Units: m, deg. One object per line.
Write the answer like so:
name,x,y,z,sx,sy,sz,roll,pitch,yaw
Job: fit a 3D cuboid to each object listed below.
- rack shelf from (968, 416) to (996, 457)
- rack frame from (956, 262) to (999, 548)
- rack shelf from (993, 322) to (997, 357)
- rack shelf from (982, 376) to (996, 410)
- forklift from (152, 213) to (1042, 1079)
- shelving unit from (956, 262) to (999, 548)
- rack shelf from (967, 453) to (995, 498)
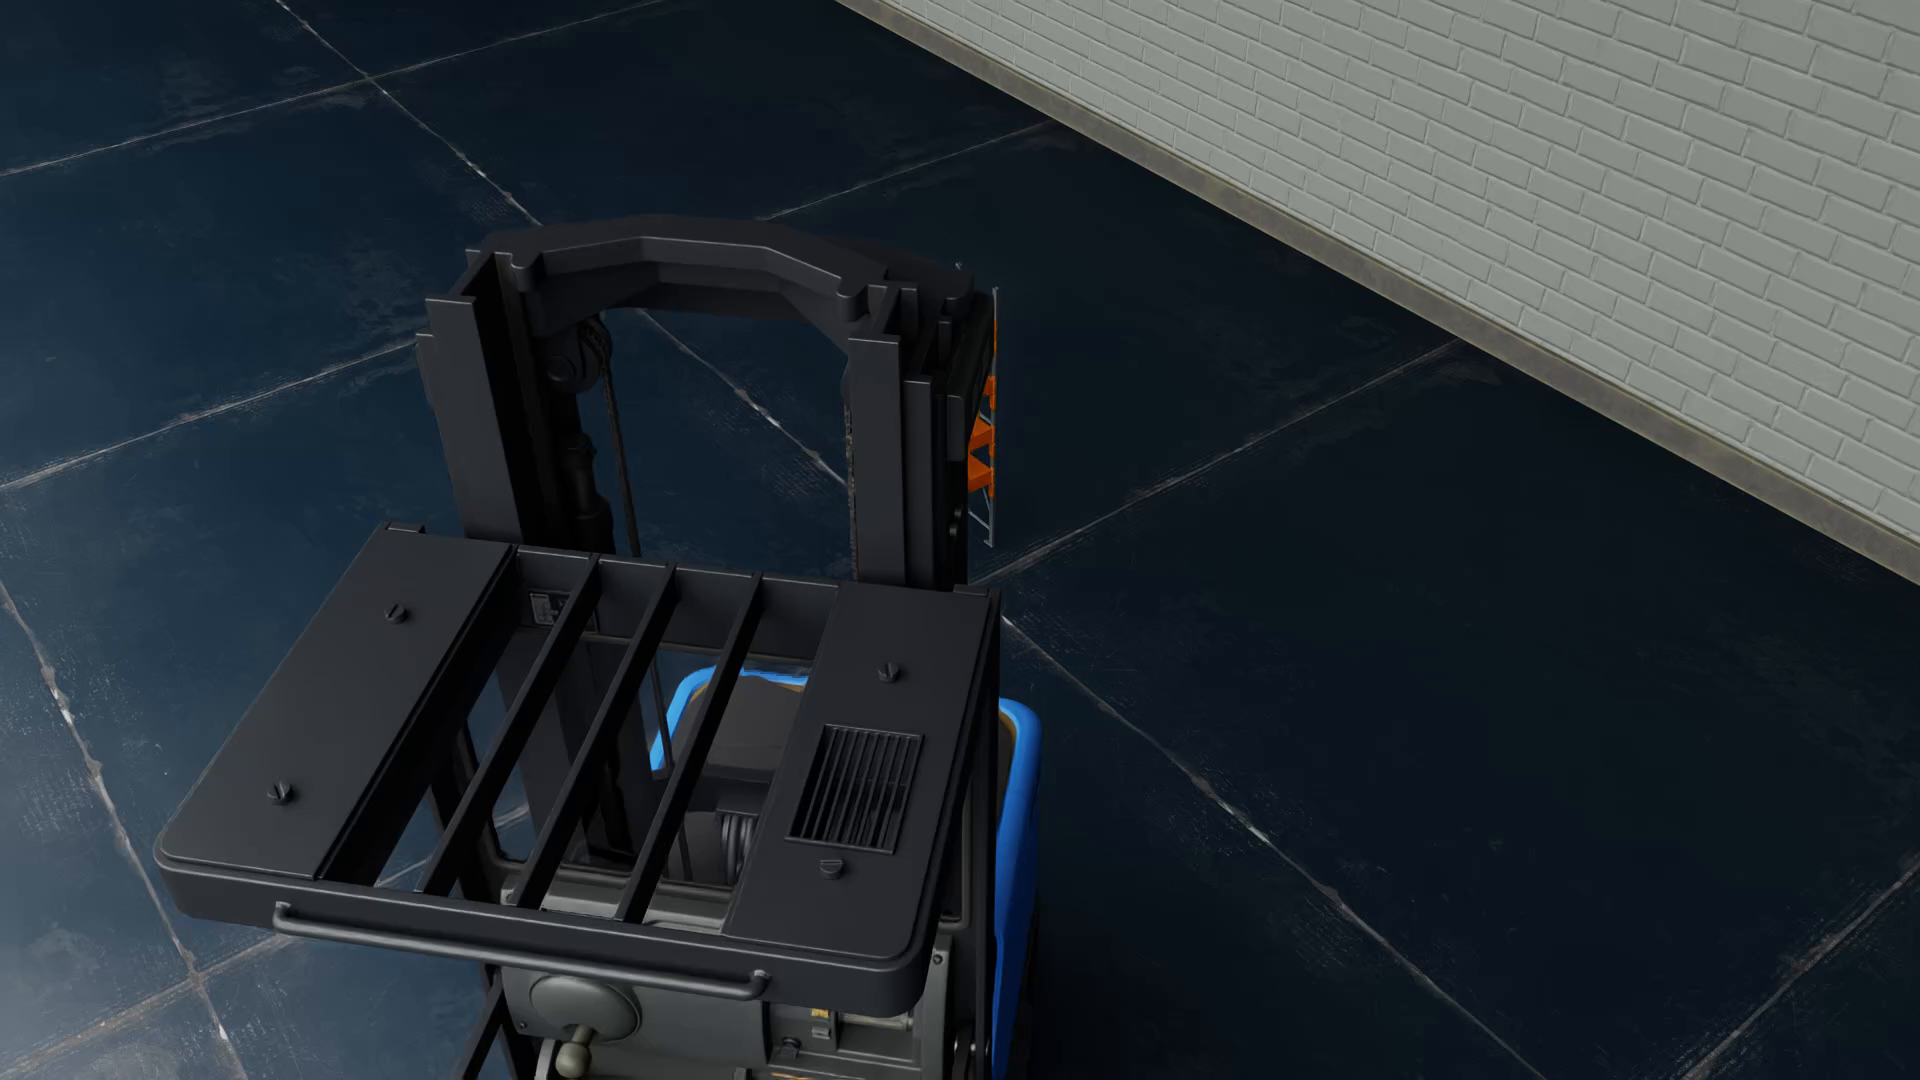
rack shelf,-0.131,-0.348,6.334,0.480,0.148,0.258,-26,46,-28
rack frame,0.062,-0.494,6.406,0.015,1.200,0.240,-26,46,-28
rack shelf,-0.131,-0.704,6.042,0.480,0.148,0.258,-26,46,-28
rack shelf,-0.131,-0.521,6.192,0.480,0.148,0.258,-26,46,-28
forklift,-0.517,1.007,3.211,1.130,2.935,3.031,6,40,7
shelving unit,-0.131,-0.400,6.291,0.503,1.200,0.258,-26,46,-28
rack shelf,-0.131,-0.194,6.460,0.480,0.148,0.258,-26,46,-28
